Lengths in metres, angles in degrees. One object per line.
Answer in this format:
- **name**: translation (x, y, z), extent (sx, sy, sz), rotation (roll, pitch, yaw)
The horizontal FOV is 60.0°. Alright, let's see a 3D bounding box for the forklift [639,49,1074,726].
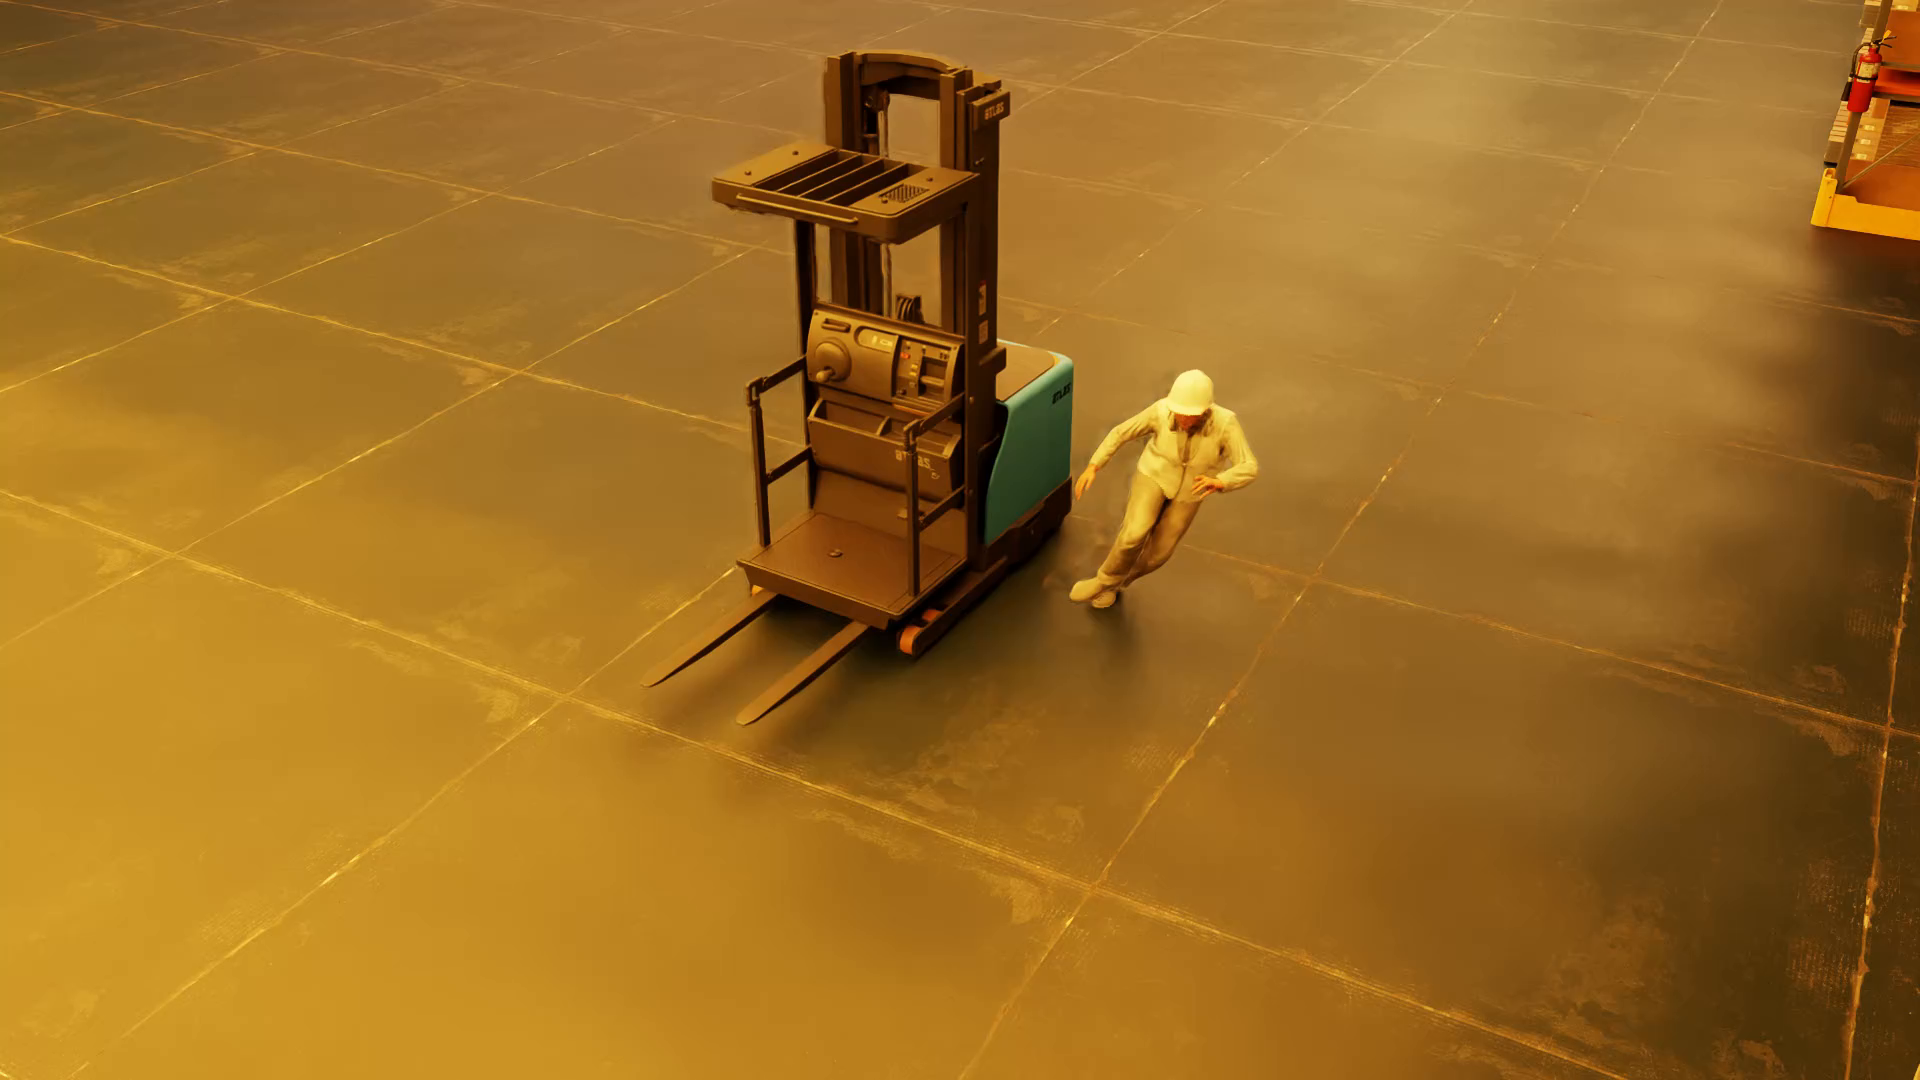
- **forklift**: translation (-0.523, -0.913, 8.653), extent (1.130, 2.935, 3.031), rotation (17, 34, 27)

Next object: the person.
- **person**: translation (1.080, -0.221, 8.864), extent (0.948, 1.542, 0.885), rotation (2, 30, 4)
